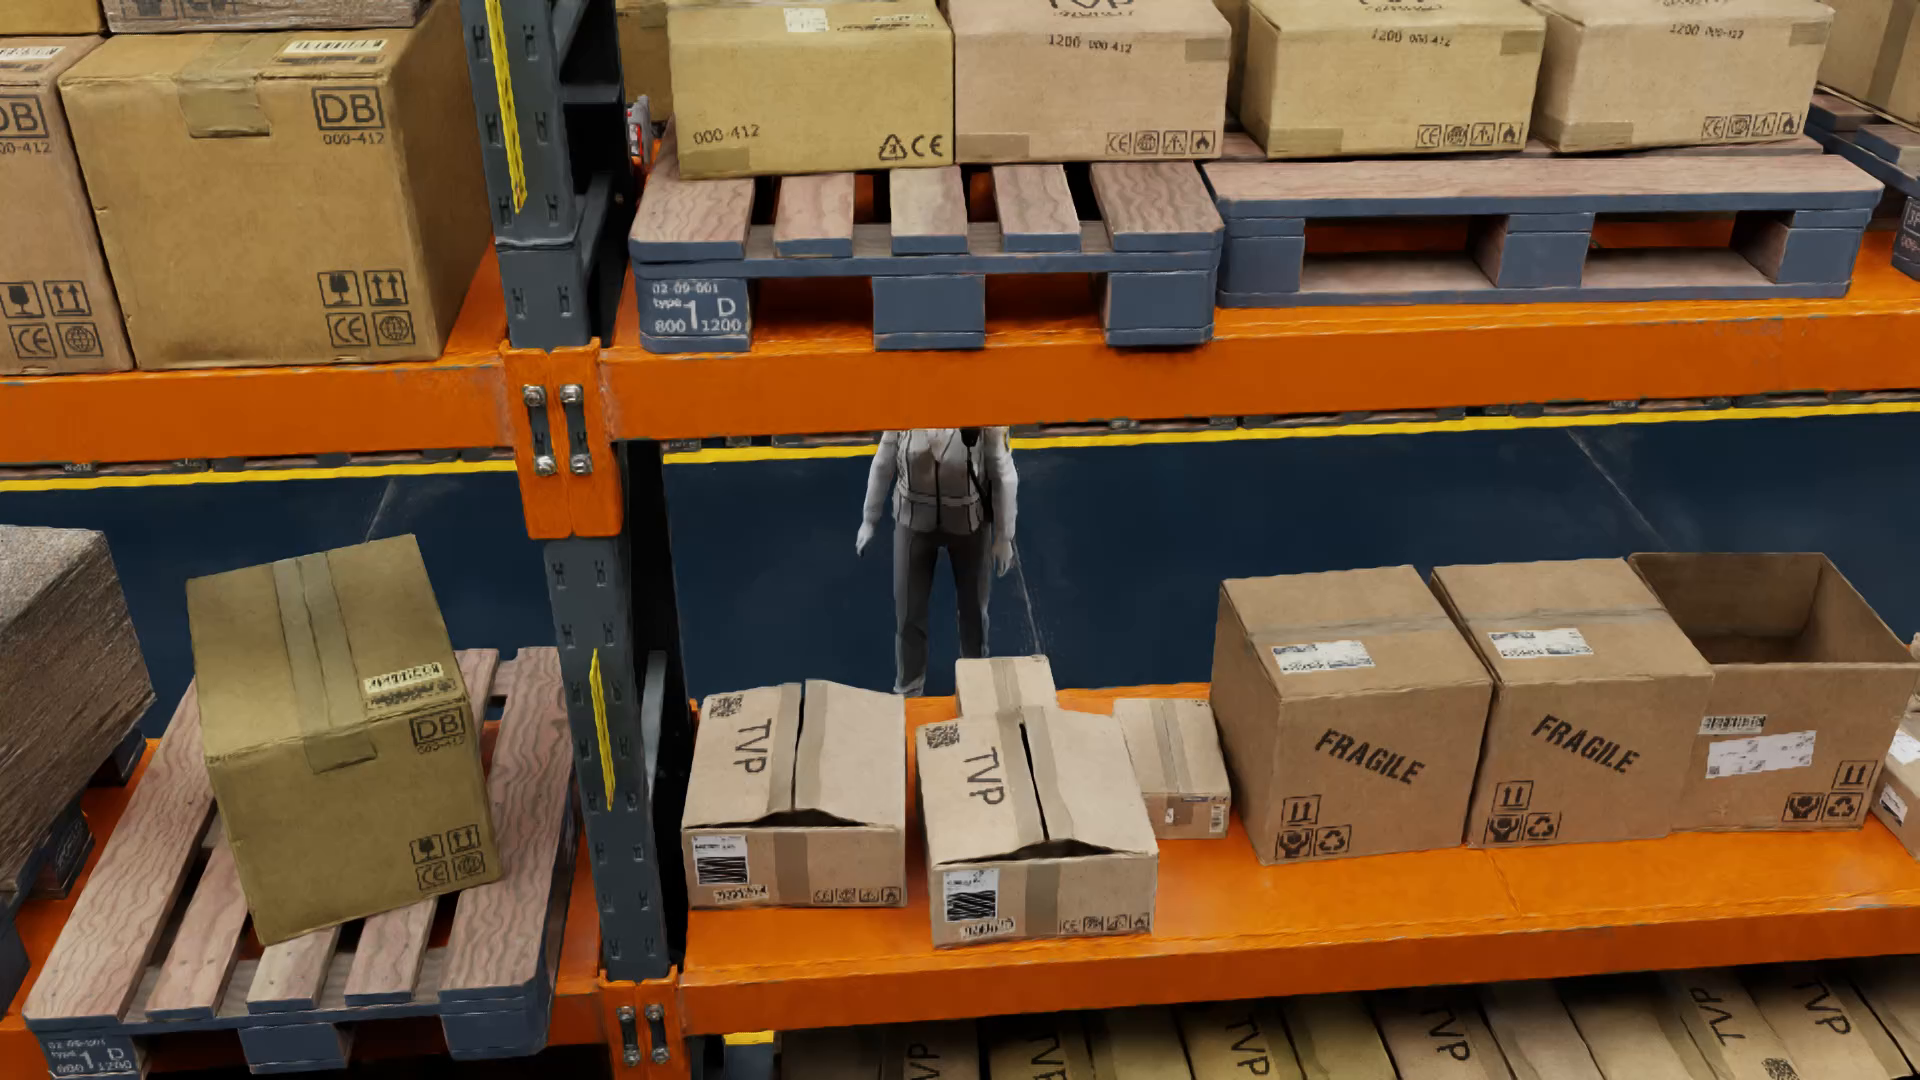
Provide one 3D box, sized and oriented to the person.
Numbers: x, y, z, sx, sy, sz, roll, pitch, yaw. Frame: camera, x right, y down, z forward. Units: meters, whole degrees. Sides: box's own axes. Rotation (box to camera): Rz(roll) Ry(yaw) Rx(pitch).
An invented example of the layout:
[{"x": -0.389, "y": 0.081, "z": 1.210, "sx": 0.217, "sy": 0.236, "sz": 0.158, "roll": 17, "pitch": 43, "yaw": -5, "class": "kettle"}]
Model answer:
[{"x": -0.091, "y": -0.031, "z": 6.126, "sx": 0.601, "sy": 1.668, "sz": 0.553, "roll": 3, "pitch": 31, "yaw": 5, "class": "person"}]
